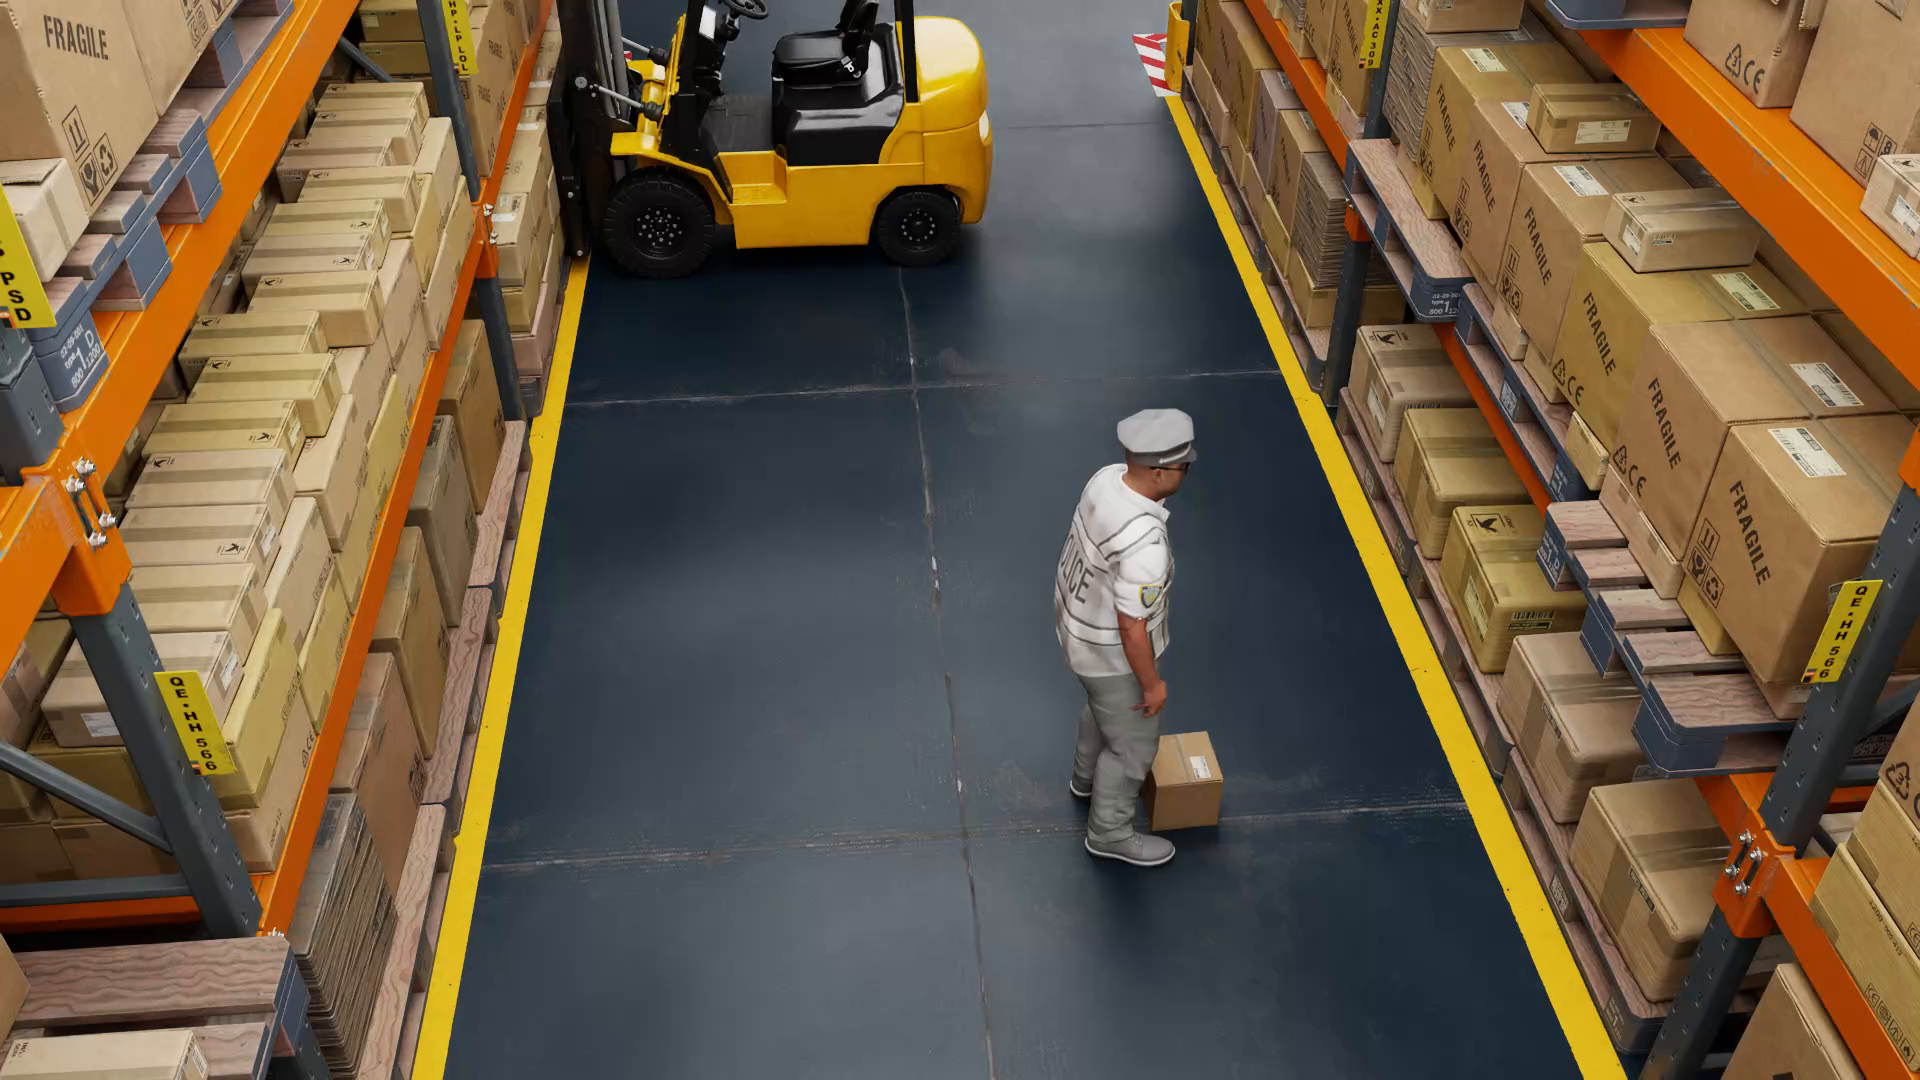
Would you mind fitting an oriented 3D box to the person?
[{"bbox_3d":[0.548,0.337,5.729,0.429,1.749,0.606,-5,39,-6],"label":"person"}]
